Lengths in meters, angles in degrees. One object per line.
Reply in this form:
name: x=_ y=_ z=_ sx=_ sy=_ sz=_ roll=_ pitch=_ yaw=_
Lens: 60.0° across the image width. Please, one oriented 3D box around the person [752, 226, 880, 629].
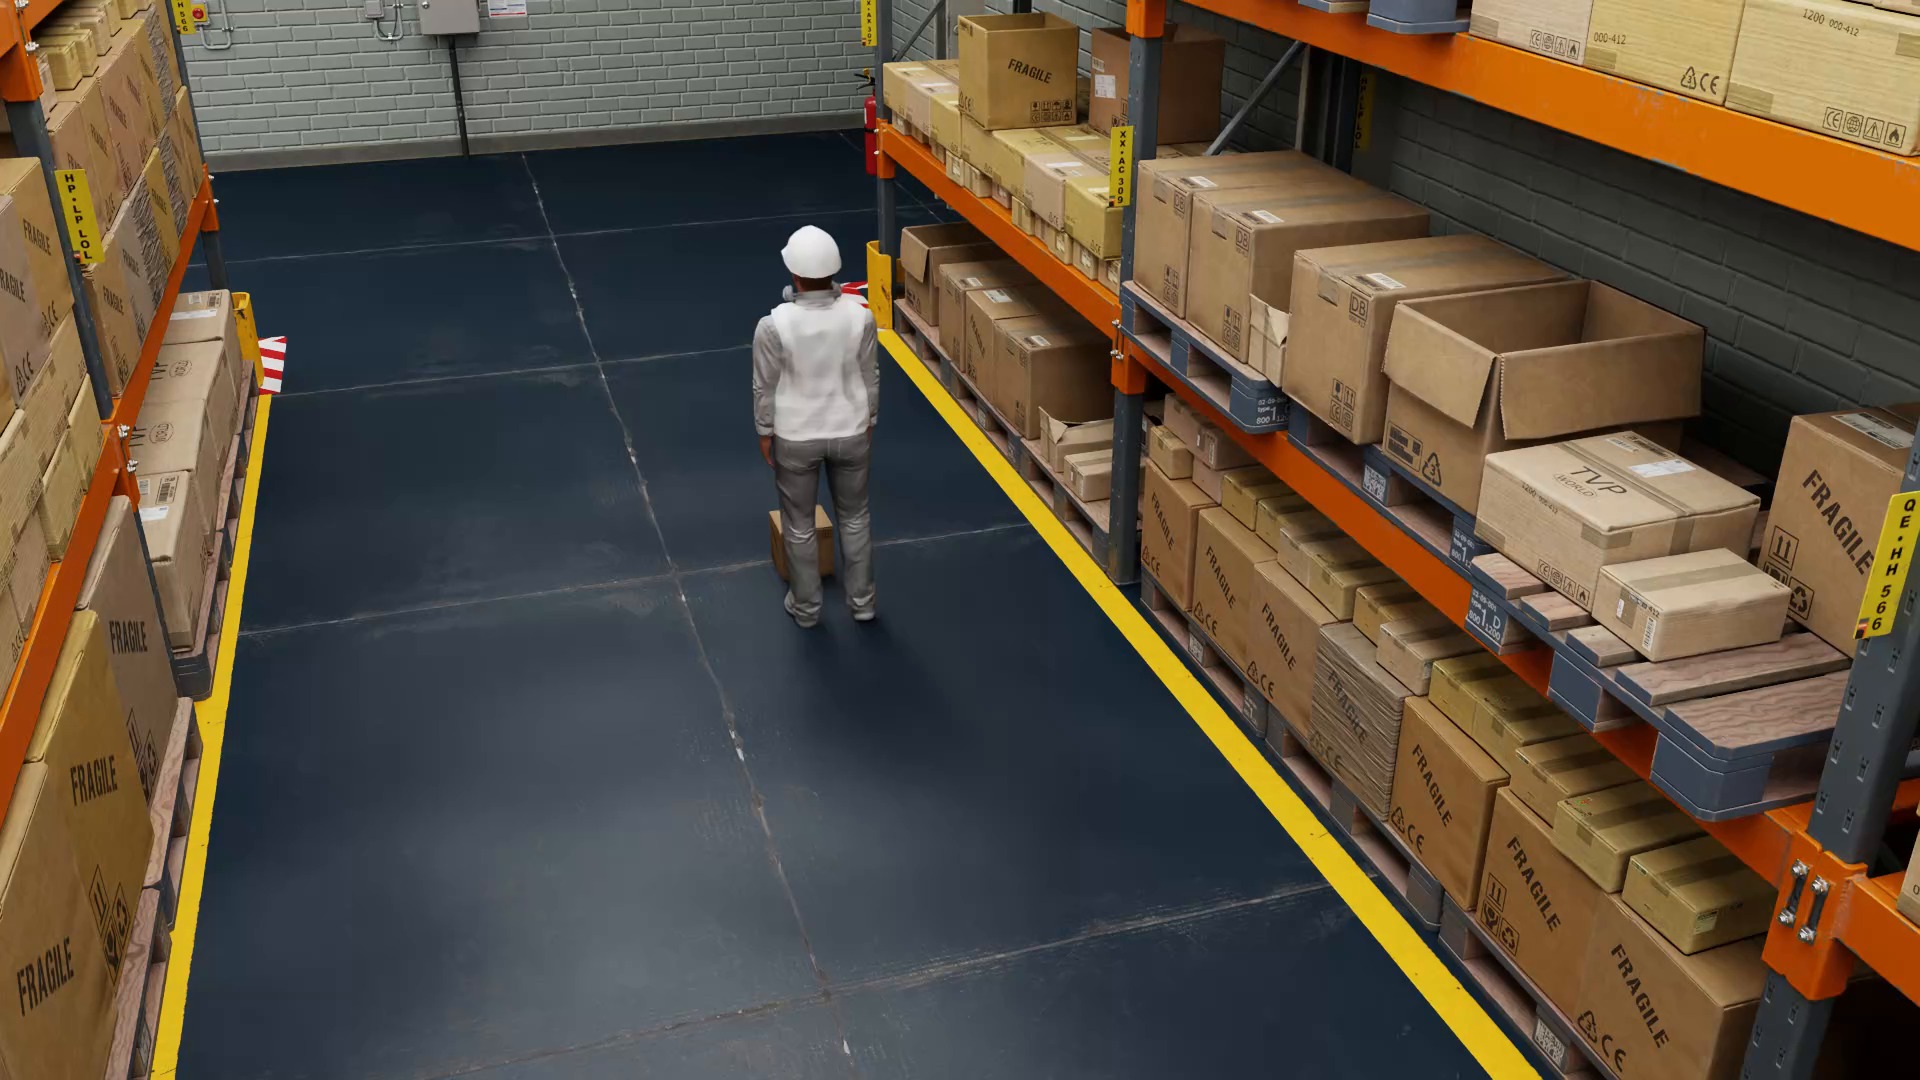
person: x=-0.605 y=-0.452 z=7.039 sx=0.534 sy=1.799 sz=0.361 roll=-7 pitch=27 yaw=-15
